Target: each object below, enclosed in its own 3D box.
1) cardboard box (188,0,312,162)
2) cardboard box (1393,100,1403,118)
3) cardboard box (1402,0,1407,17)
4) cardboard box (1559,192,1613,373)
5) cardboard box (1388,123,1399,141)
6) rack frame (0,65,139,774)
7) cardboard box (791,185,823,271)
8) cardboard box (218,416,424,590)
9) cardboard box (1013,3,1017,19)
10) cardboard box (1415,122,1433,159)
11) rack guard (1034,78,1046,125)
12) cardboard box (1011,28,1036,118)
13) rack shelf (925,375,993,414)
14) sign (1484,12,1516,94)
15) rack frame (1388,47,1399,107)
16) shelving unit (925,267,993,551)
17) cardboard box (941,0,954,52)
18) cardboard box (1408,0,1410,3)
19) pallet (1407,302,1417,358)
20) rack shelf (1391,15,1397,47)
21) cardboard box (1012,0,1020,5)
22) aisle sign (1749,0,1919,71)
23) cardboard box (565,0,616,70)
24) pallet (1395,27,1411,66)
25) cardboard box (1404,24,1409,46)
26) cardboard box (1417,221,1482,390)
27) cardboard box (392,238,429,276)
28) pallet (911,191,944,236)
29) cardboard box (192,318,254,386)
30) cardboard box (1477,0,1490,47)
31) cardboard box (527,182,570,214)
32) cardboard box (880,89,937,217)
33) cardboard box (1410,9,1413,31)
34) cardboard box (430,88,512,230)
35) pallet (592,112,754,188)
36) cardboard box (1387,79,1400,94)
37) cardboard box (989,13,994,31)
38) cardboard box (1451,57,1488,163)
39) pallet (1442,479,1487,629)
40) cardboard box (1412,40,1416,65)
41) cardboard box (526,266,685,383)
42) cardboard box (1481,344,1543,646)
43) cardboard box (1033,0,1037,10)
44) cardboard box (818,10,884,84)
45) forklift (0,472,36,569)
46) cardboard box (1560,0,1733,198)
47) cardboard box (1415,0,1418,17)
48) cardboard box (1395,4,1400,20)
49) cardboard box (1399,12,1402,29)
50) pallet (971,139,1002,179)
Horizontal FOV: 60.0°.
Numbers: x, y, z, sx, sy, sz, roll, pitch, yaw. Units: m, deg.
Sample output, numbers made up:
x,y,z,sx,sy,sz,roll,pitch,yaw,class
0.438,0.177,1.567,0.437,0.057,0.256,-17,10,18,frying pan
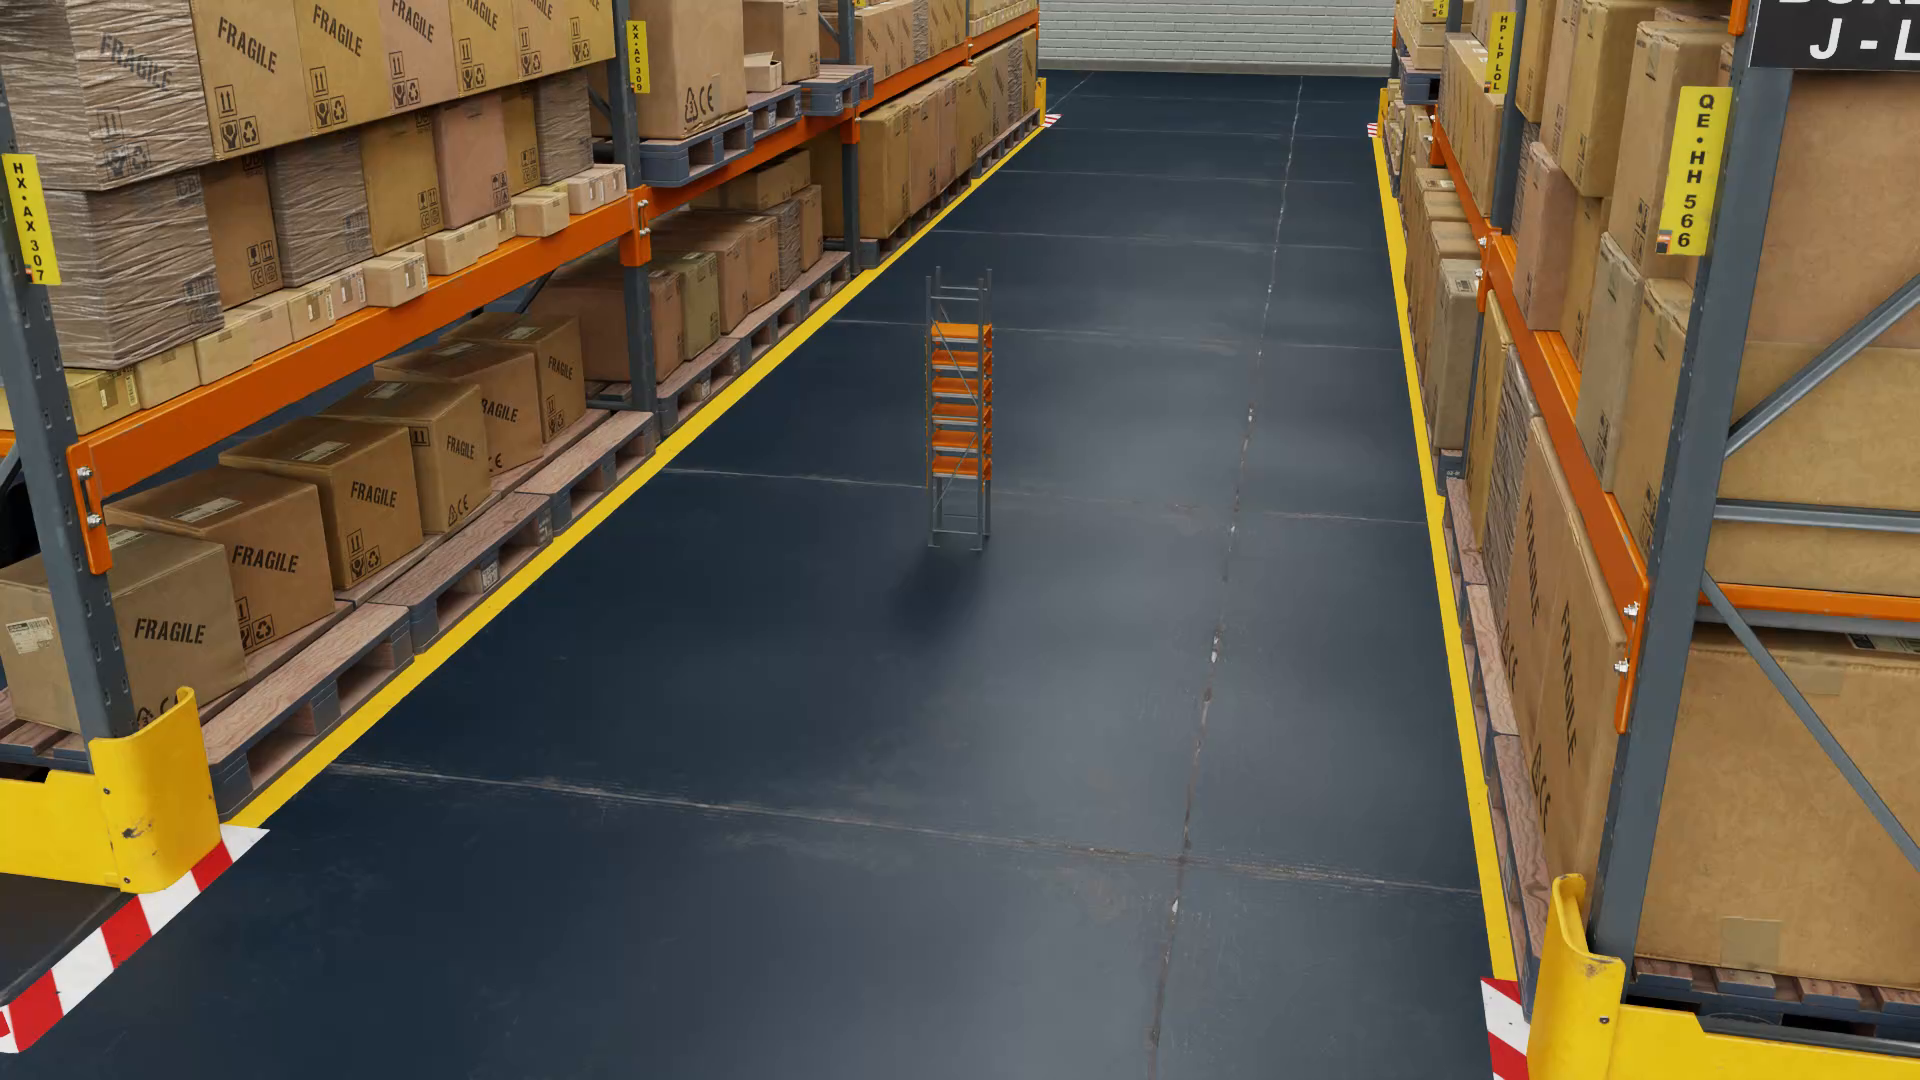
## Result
x,y,z,sx,sy,sz,roll,pitch,yaw,class
-2.376,-1.454,5.078,0.500,0.500,0.500,4,22,11,cardboard box
4.431,-4.197,16.218,0.380,0.149,0.250,4,22,9,cardboard box
3.733,-4.239,13.240,0.380,0.149,0.250,4,22,9,cardboard box
2.398,-0.832,5.203,0.875,0.550,0.500,4,22,11,cardboard box
4.544,-4.121,16.825,0.380,0.149,0.250,3,22,8,cardboard box
-2.864,-0.443,4.438,1.000,3.000,0.127,4,22,11,rack frame
-1.349,-2.167,11.475,0.700,0.500,0.500,3,22,8,cardboard box
-2.486,-0.154,6.505,0.500,0.500,0.500,7,23,16,cardboard box
0.391,-5.554,17.465,0.380,0.149,0.250,5,22,11,cardboard box
3.698,-2.977,12.511,0.500,0.250,0.500,5,22,12,cardboard box
0.405,-5.144,19.456,1.175,0.500,0.348,4,22,11,rack guard
0.348,-5.264,18.690,0.875,0.875,0.875,4,22,11,cardboard box
-0.003,-0.621,7.088,0.258,0.103,0.180,4,22,11,rack shelf
2.254,-2.029,6.932,0.100,0.325,0.005,4,22,11,sign
5.236,-5.879,17.937,1.000,3.000,0.127,4,22,11,rack frame
-0.003,-0.551,7.116,0.258,1.200,0.189,4,22,11,shelving unit
-0.351,-4.506,14.392,0.500,0.500,0.500,5,23,13,cardboard box
3.626,-4.189,12.717,0.380,0.149,0.250,5,23,13,cardboard box
3.368,-1.378,10.492,1.003,0.211,1.213,4,22,11,pallet
4.827,-4.814,16.255,1.077,0.370,4.000,4,22,11,rack shelf
0.354,-5.794,17.527,0.500,0.250,0.500,4,22,9,cardboard box
1.663,-1.231,2.914,0.394,0.787,0.004,4,22,11,aisle sign
-1.870,-2.368,7.349,0.500,0.500,0.500,4,22,11,cardboard box
4.121,-4.059,13.674,1.003,0.211,1.213,4,22,11,pallet
3.573,-3.816,12.588,0.380,0.149,0.250,3,22,8,cardboard box
3.026,-1.228,8.838,1.050,0.750,0.750,4,22,11,cardboard box
-2.251,-1.055,6.295,0.380,0.149,0.250,4,22,11,cardboard box
-0.746,-2.803,14.030,1.003,0.211,1.213,4,22,11,pallet
-2.437,-0.593,5.146,0.380,0.149,0.250,4,22,11,cardboard box
3.400,-3.115,9.602,0.700,0.500,0.500,4,22,10,cardboard box
-1.974,-1.511,7.426,0.380,0.149,0.250,4,22,11,cardboard box
-0.881,-3.154,13.452,1.225,0.875,0.875,5,22,11,cardboard box
3.467,-3.762,12.055,0.380,0.149,0.250,4,22,11,cardboard box
-2.340,-1.560,6.679,0.875,0.500,0.500,4,22,11,cardboard box
-1.750,-2.085,8.773,1.003,0.211,1.213,4,22,11,pallet
4.796,-4.862,17.868,0.380,0.149,0.250,3,22,8,cardboard box
0.129,-5.087,16.305,0.380,0.149,0.250,4,22,9,cardboard box
2.939,-2.304,8.925,0.500,0.500,0.500,4,22,10,cardboard box
2.555,0.075,6.885,1.003,0.211,1.213,4,22,11,pallet
3.306,-3.338,11.401,0.380,0.149,0.250,4,22,11,cardboard box
-1.902,-1.173,9.009,0.700,0.500,0.500,3,22,7,cardboard box
2.410,-0.145,5.981,0.875,0.875,0.875,5,22,11,cardboard box
0.650,-6.023,18.629,0.380,0.149,0.250,5,22,12,cardboard box
-0.866,-3.572,12.074,0.500,0.500,0.500,5,22,12,cardboard box
-4.812,-1.643,7.510,1.130,2.935,3.031,-5,23,-13,forklift
2.334,-1.337,5.013,0.875,0.550,0.500,4,22,11,cardboard box
3.361,-3.710,11.527,0.380,0.149,0.250,5,23,13,cardboard box
4.730,-5.479,17.279,0.380,0.149,0.250,4,22,9,cardboard box
3.838,-4.284,13.750,0.380,0.149,0.250,5,22,12,cardboard box
-0.184,-3.810,16.532,1.003,0.211,1.213,4,22,11,pallet
